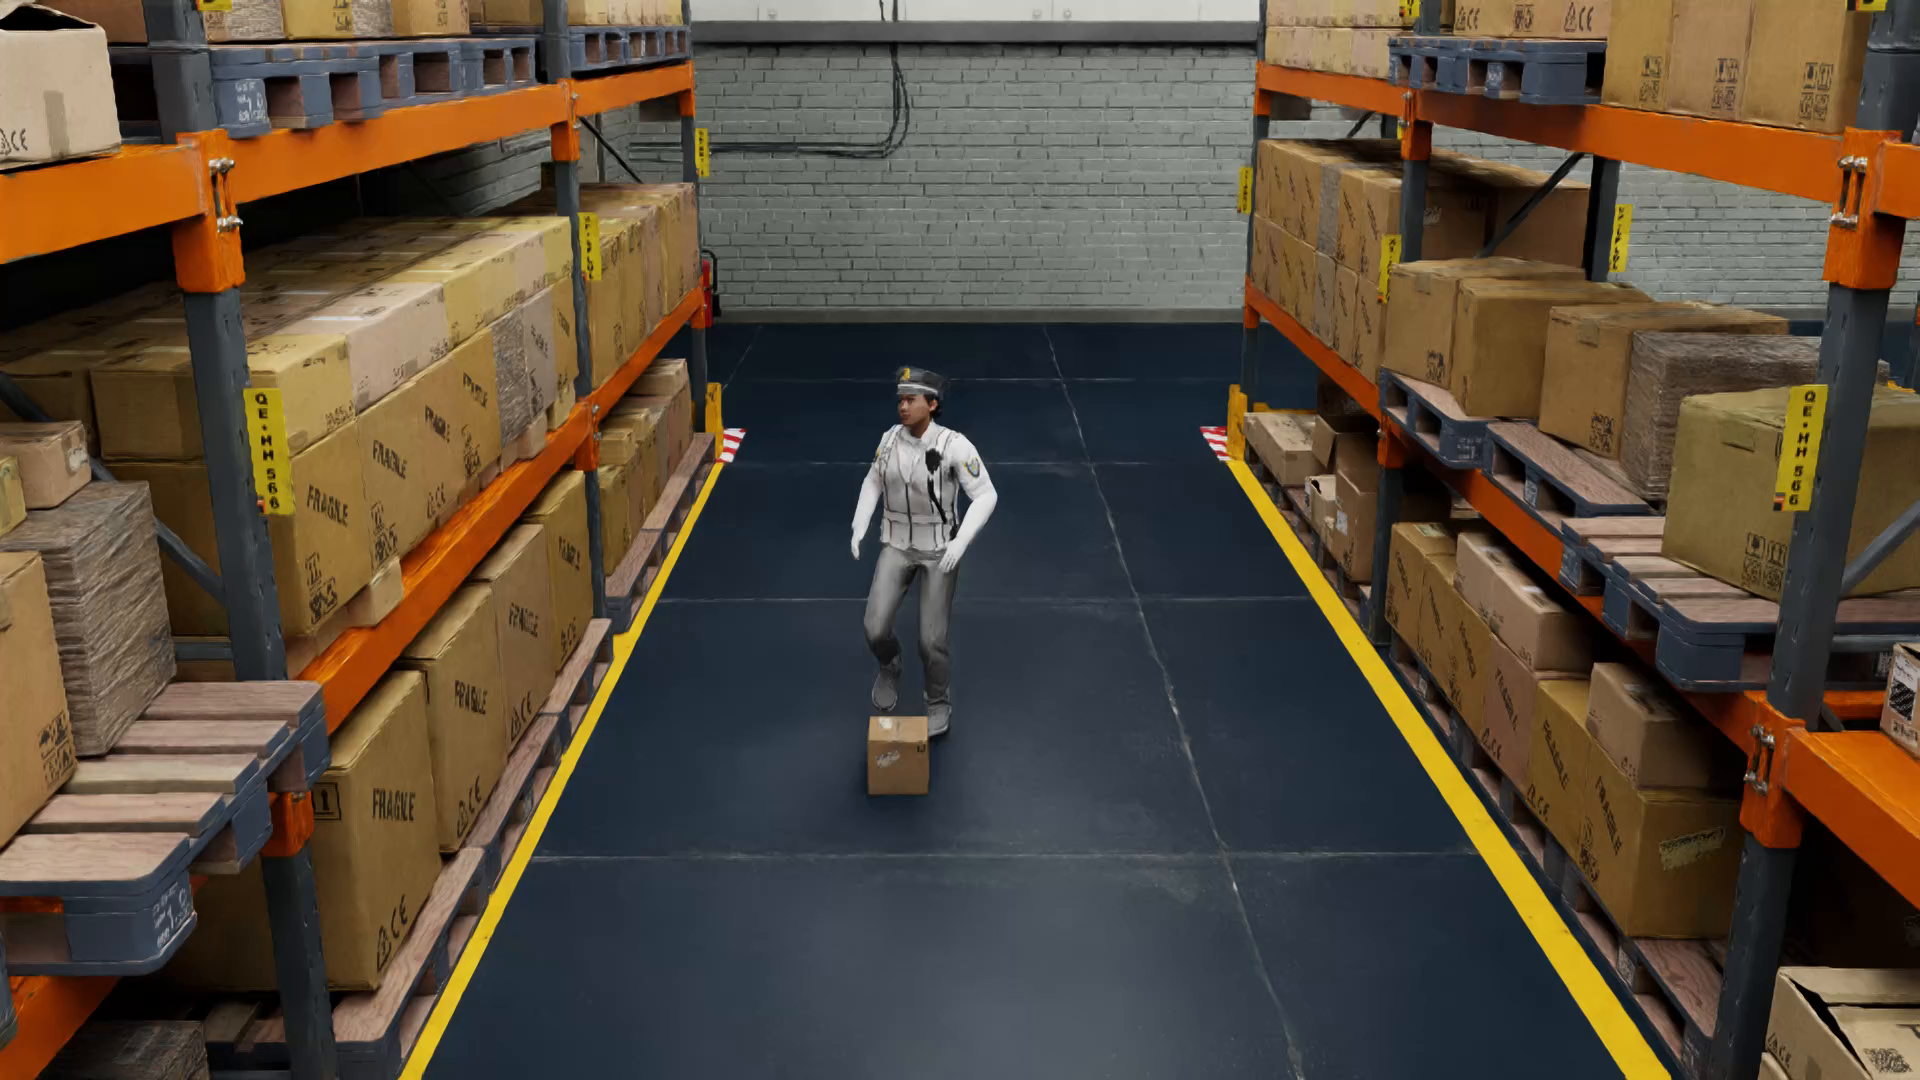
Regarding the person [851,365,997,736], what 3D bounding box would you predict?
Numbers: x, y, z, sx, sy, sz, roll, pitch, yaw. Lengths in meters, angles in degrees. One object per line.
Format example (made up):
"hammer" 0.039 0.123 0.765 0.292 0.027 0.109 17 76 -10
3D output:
"person" -0.178 0.055 7.360 0.675 1.660 0.467 6 18 18
